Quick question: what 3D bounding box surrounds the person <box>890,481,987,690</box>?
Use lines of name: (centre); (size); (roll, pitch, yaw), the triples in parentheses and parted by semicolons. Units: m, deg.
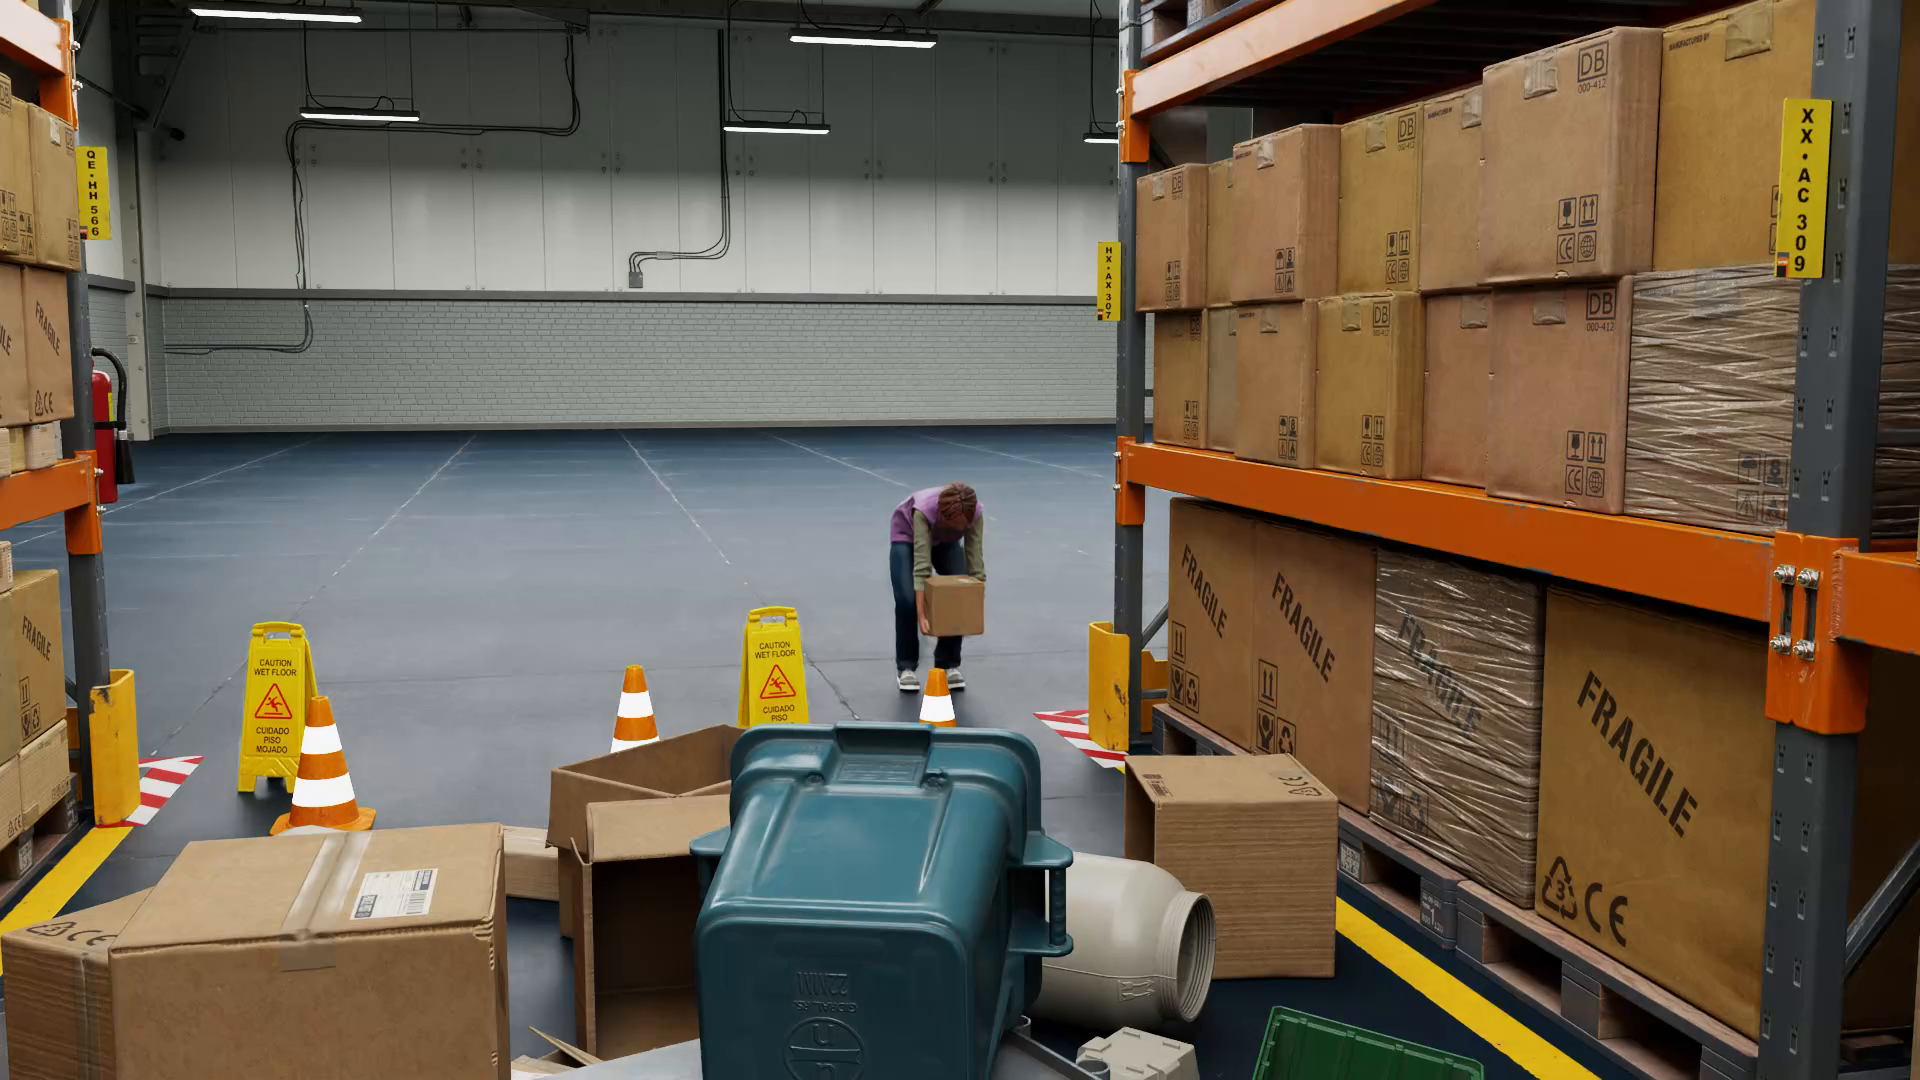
person: (-0.104, 0.228, 8.185); (0.408, 1.078, 0.850); (-2, 7, -16)
